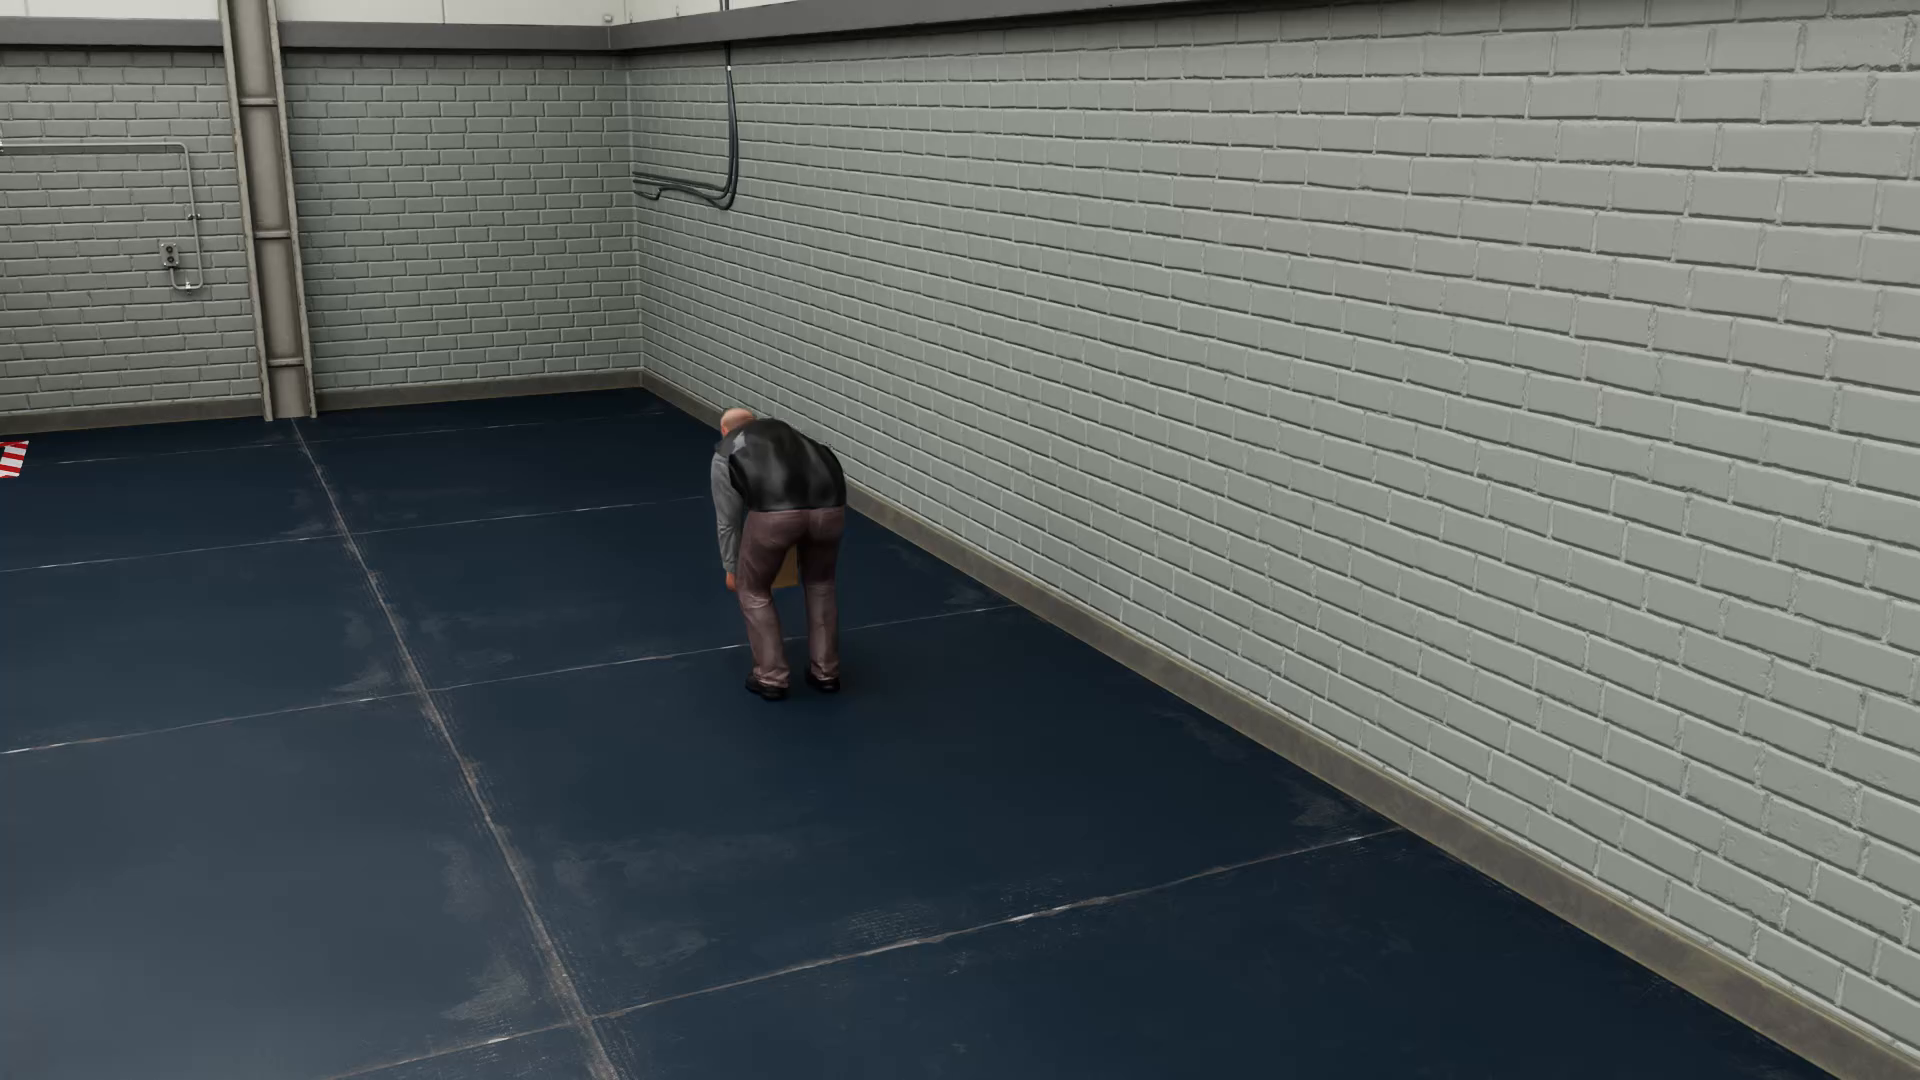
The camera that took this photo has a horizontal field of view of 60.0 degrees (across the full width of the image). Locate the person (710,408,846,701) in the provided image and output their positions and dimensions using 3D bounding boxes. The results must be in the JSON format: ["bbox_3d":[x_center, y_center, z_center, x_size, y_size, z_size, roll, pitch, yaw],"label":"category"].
[{"bbox_3d":[-0.841,0.046,7.459,0.464,1.172,0.948,-8,17,-26],"label":"person"}]
